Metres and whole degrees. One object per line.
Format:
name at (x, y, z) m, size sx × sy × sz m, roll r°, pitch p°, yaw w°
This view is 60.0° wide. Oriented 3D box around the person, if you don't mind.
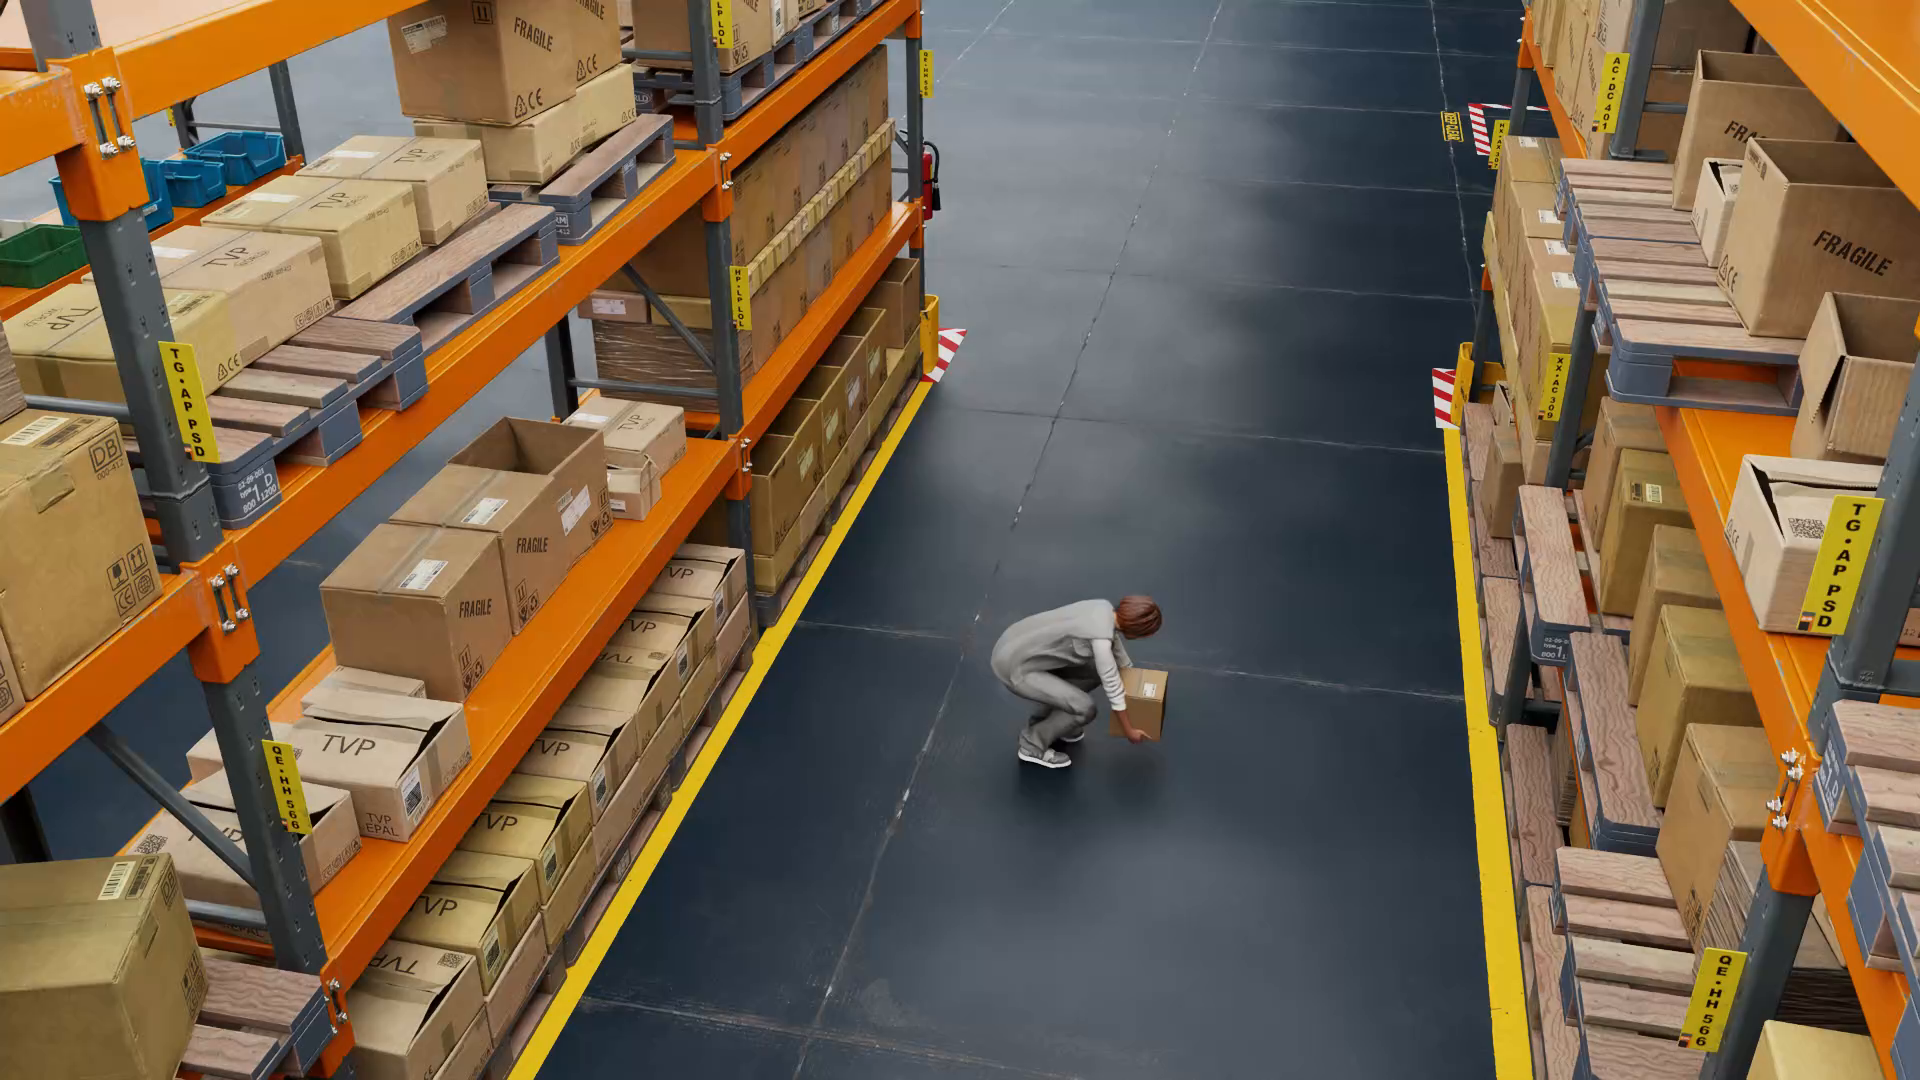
person at (0.555, 0.668, 8.137) m, size 0.814 × 0.904 × 0.420 m, roll 5°, pitch 30°, yaw 9°
